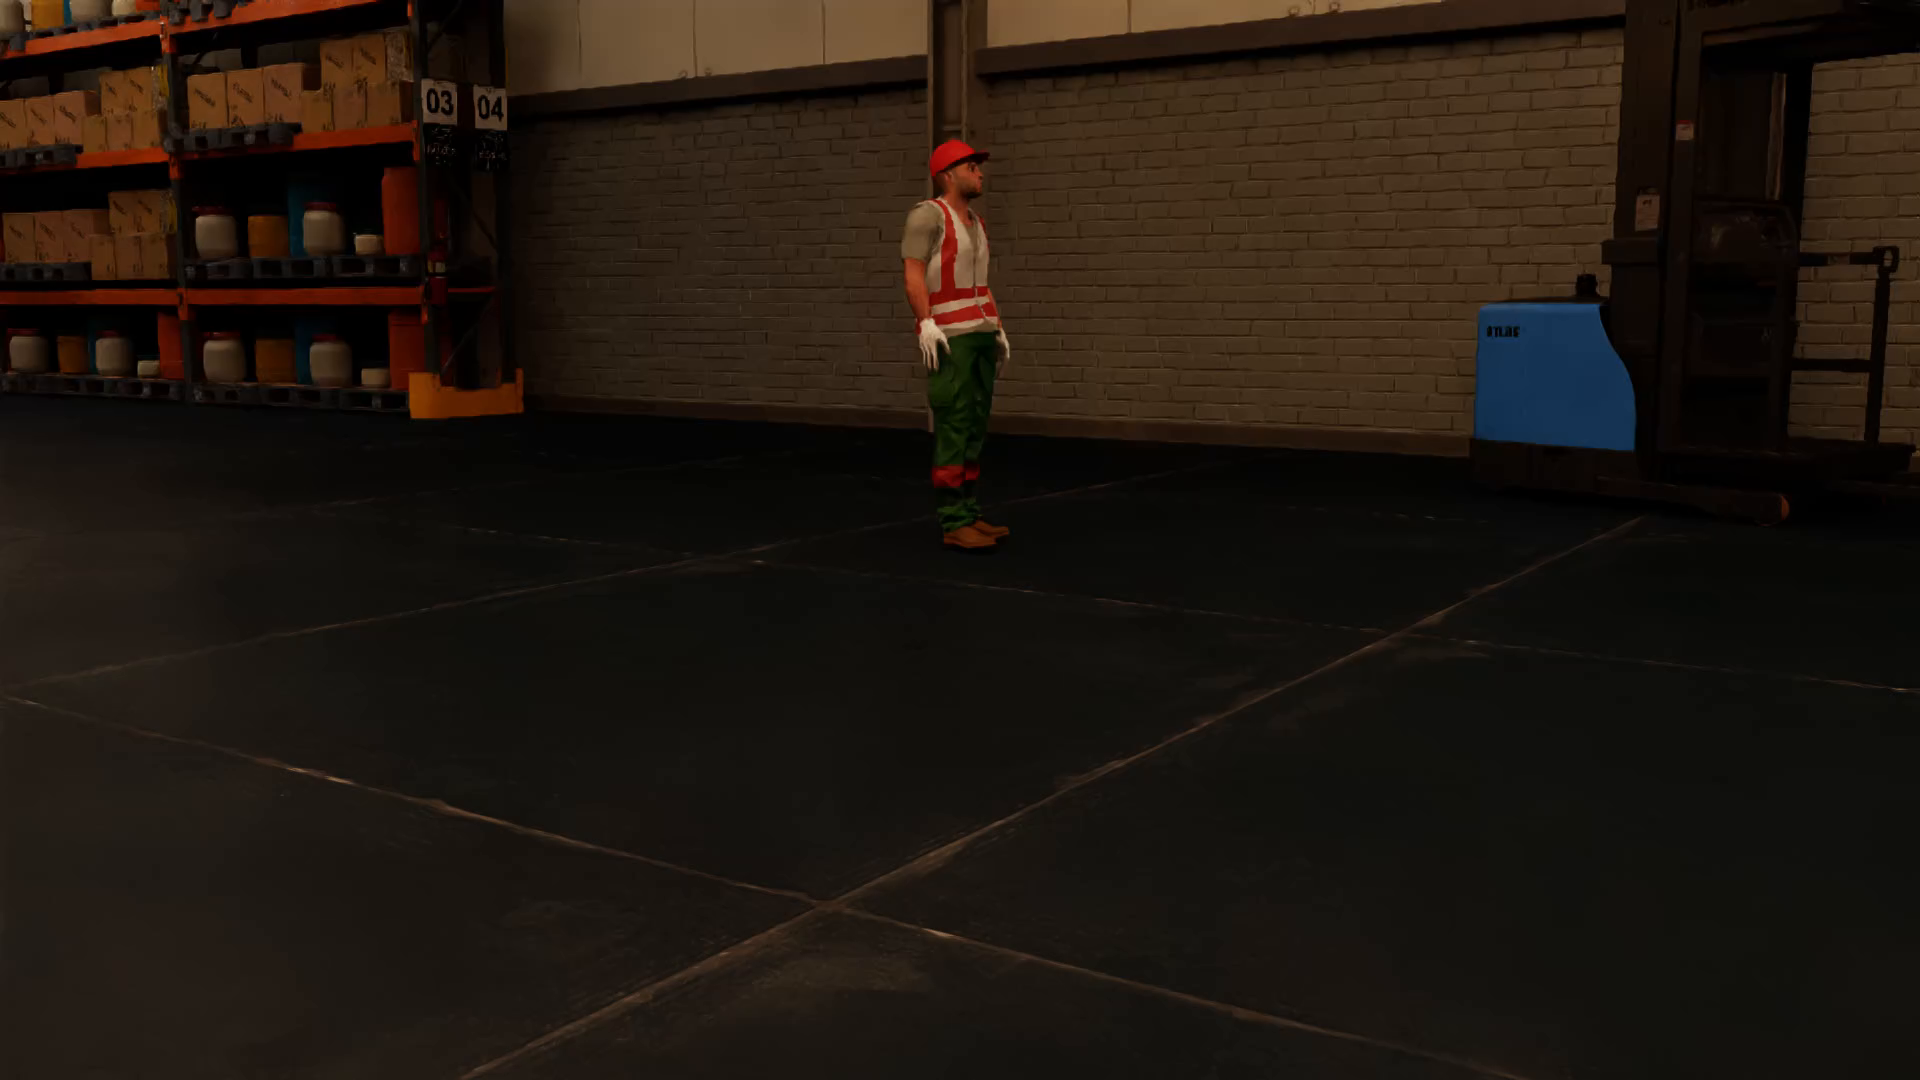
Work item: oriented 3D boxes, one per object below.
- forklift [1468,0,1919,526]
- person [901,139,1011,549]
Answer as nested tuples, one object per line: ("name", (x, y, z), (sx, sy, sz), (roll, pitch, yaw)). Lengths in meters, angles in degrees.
("forklift", (4.175, -1.594, 8.404), (1.130, 2.935, 3.031), (-6, 10, -36))
("person", (0.060, -0.885, 7.423), (0.563, 1.787, 0.637), (5, 10, 34))
